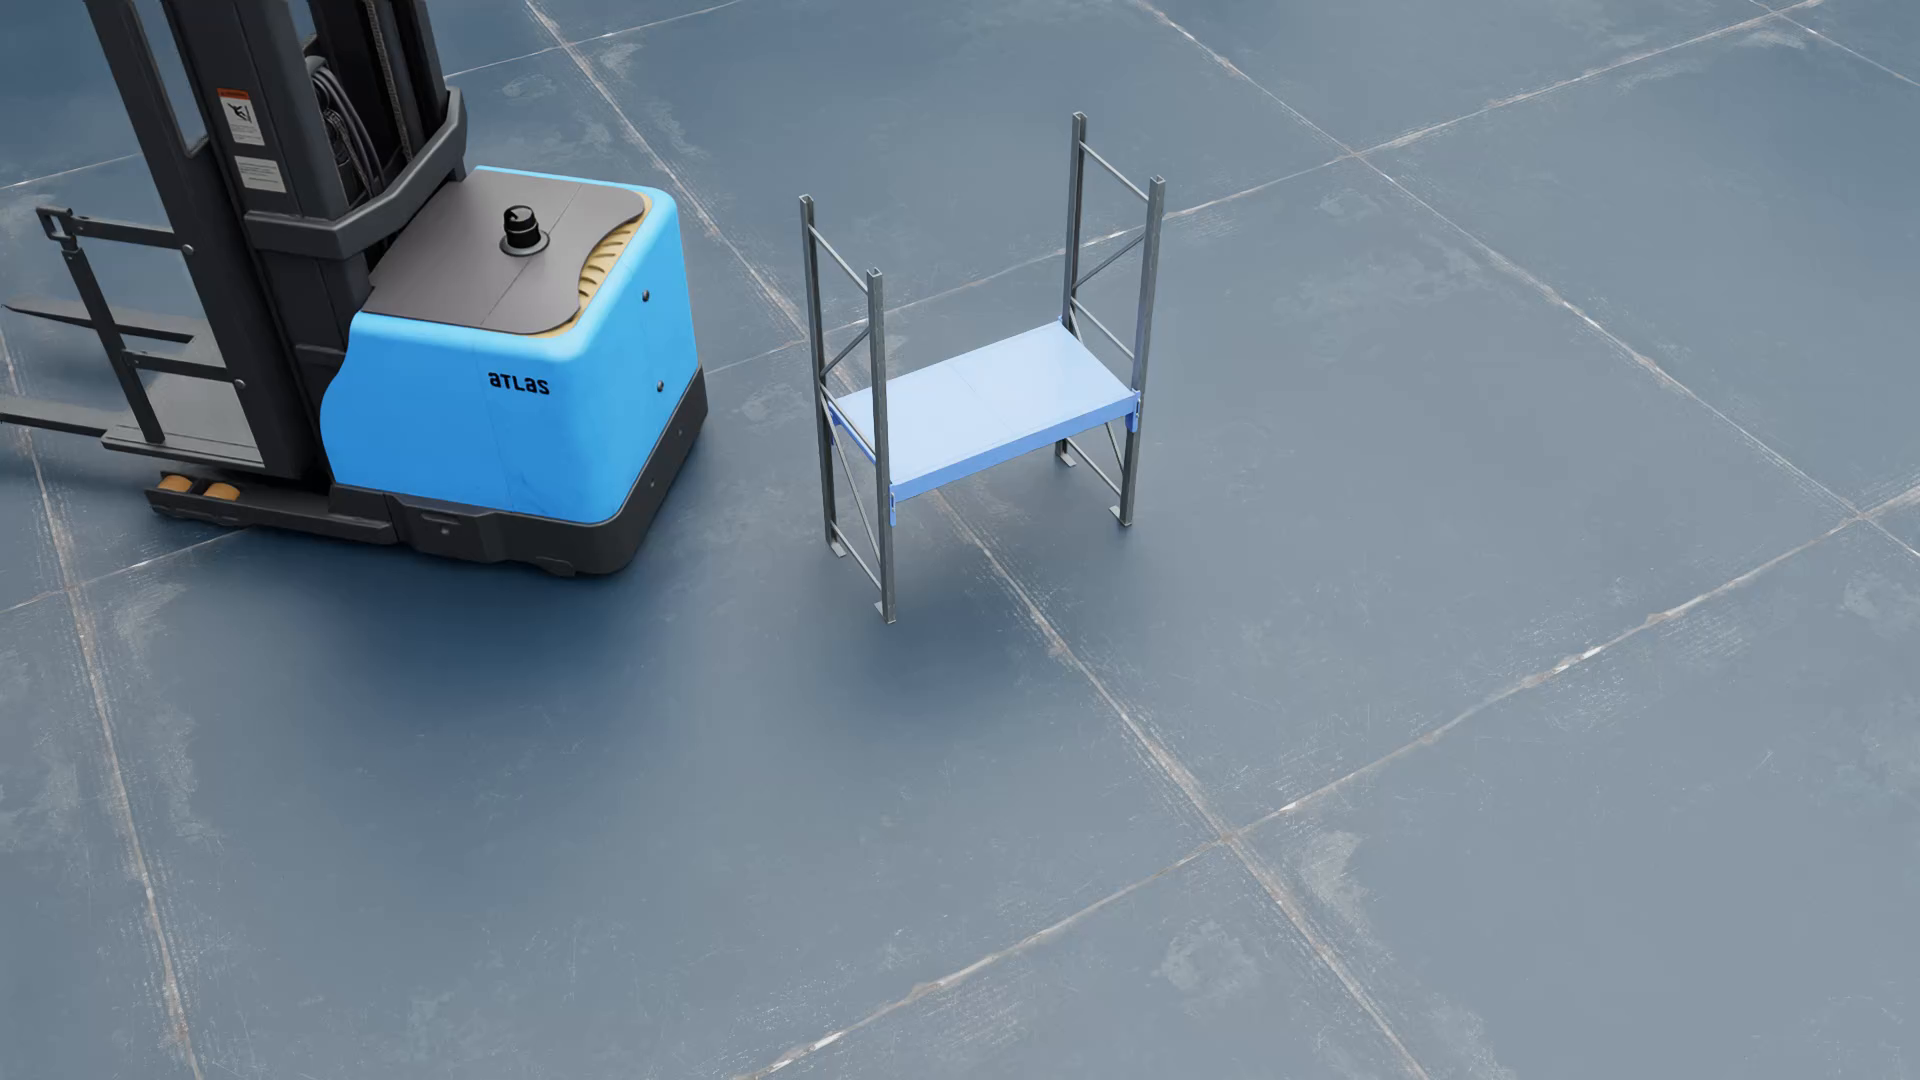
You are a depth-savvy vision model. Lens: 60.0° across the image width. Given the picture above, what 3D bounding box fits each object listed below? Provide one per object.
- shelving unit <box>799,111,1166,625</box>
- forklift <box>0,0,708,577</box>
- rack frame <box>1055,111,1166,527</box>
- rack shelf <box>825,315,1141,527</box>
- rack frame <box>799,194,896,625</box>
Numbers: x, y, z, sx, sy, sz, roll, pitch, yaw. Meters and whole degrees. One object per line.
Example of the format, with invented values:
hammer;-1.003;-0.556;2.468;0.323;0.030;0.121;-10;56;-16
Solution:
shelving unit;0.074;-0.568;5.758;1.048;1.500;0.538;-22;48;-21
forklift;-2.584;-1.453;5.643;3.031;2.935;1.130;9;45;9
rack frame;0.515;-0.744;5.940;0.032;1.500;0.500;-22;48;-21
rack shelf;0.074;-0.439;5.883;1.000;0.185;0.538;-22;48;-21
rack frame;-0.367;-0.391;5.576;0.032;1.500;0.500;-22;48;-21
